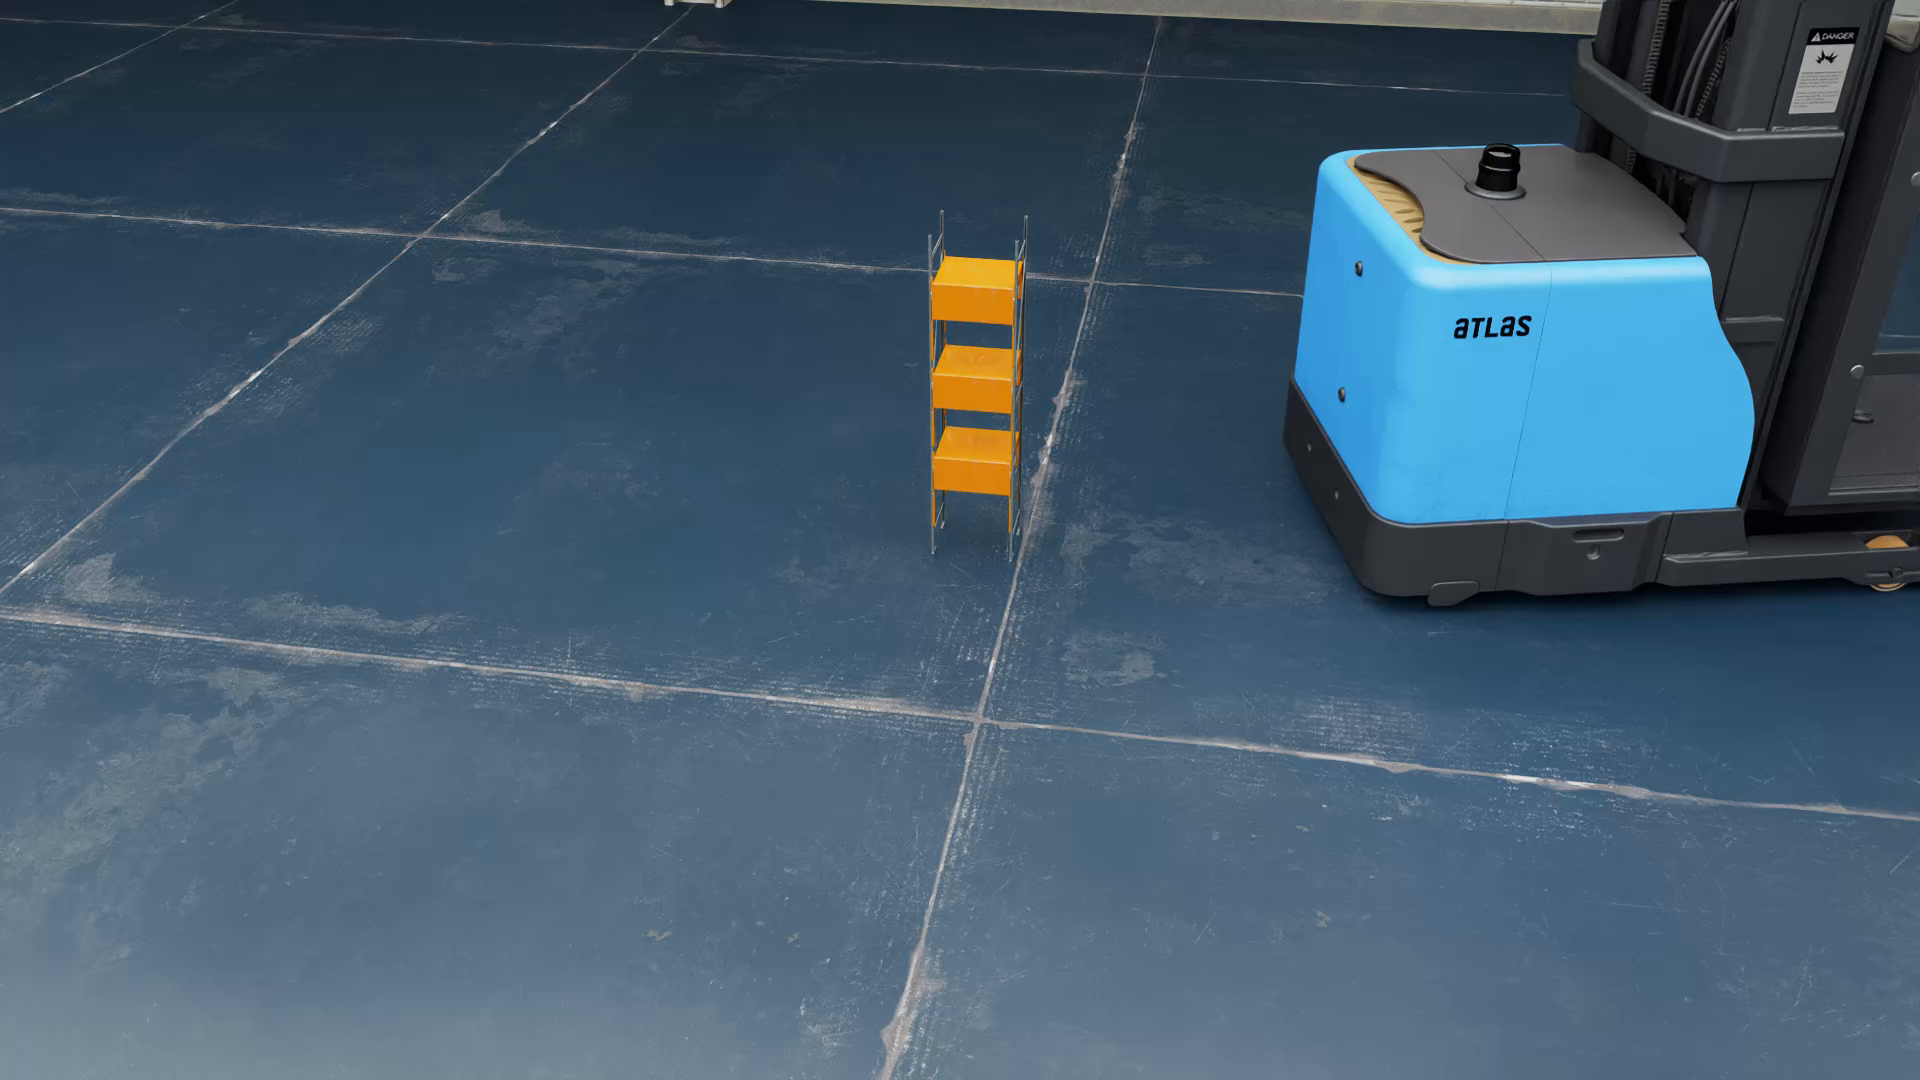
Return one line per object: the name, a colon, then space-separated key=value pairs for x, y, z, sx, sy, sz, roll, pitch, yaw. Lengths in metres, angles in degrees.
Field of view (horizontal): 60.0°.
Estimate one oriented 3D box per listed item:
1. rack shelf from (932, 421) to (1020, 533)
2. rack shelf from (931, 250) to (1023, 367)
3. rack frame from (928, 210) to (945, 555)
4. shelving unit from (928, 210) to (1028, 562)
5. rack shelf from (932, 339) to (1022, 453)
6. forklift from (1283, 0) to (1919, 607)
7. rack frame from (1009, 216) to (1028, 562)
rack shelf: x=0.053 y=-0.196 z=5.117 sx=0.240 sy=0.259 sz=0.215 roll=5 pitch=32 yaw=8
rack shelf: x=0.053 y=-0.672 z=4.819 sx=0.240 sy=0.259 sz=0.215 roll=5 pitch=32 yaw=8
rack frame: x=-0.068 y=-0.451 z=4.981 sx=0.008 sy=1.050 sz=0.200 roll=5 pitch=32 yaw=8
shelving unit: x=0.053 y=-0.440 z=4.964 sx=0.252 sy=1.050 sz=0.215 roll=5 pitch=32 yaw=8
rack shelf: x=0.053 y=-0.431 z=4.969 sx=0.240 sy=0.259 sz=0.215 roll=5 pitch=32 yaw=8
forklift: x=2.645 y=-1.366 z=4.669 sx=3.031 sy=2.935 sz=1.130 roll=-3 pitch=32 yaw=-5
rack frame: x=0.173 y=-0.429 z=4.946 sx=0.008 sy=1.050 sz=0.200 roll=5 pitch=32 yaw=8
